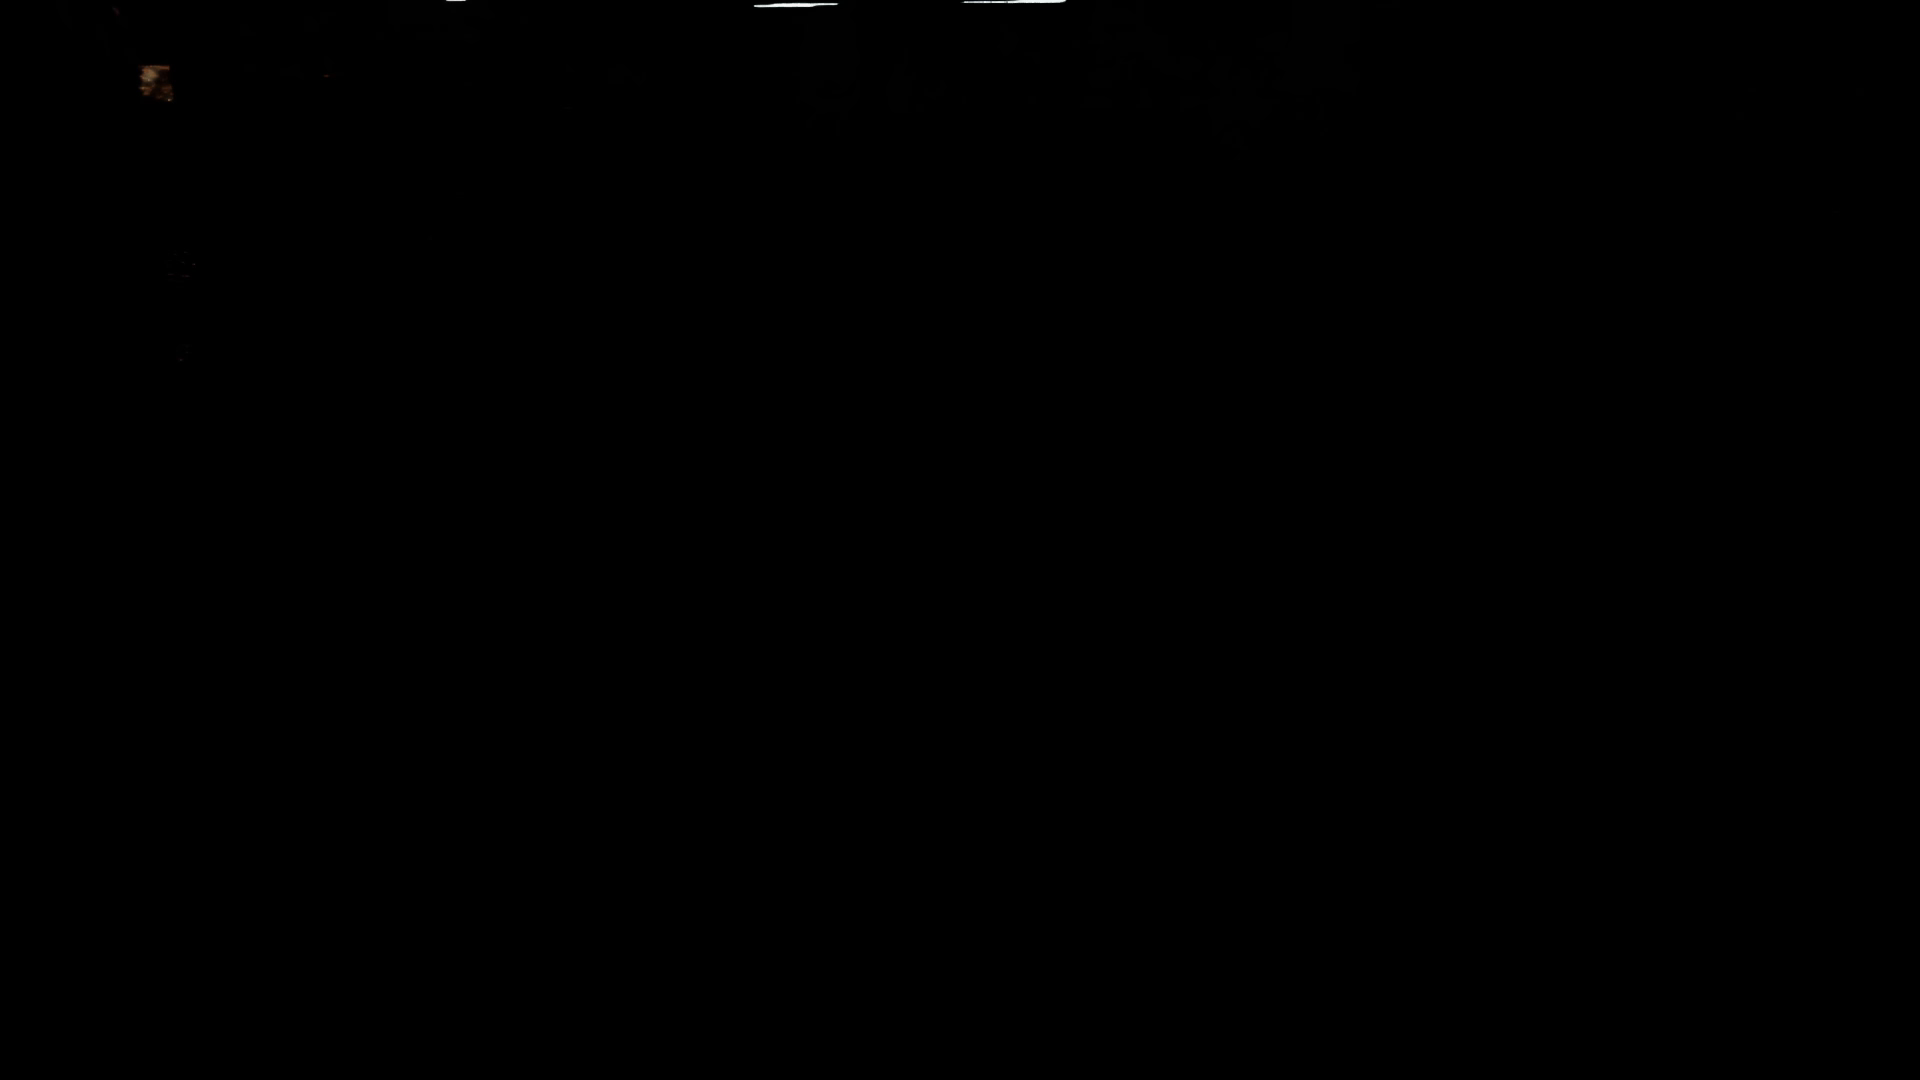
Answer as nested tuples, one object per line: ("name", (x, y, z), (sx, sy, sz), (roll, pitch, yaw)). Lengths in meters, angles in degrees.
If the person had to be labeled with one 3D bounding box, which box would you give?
("person", (-0.061, -0.847, 3.627), (0.637, 1.790, 0.562), (13, 21, 37))
